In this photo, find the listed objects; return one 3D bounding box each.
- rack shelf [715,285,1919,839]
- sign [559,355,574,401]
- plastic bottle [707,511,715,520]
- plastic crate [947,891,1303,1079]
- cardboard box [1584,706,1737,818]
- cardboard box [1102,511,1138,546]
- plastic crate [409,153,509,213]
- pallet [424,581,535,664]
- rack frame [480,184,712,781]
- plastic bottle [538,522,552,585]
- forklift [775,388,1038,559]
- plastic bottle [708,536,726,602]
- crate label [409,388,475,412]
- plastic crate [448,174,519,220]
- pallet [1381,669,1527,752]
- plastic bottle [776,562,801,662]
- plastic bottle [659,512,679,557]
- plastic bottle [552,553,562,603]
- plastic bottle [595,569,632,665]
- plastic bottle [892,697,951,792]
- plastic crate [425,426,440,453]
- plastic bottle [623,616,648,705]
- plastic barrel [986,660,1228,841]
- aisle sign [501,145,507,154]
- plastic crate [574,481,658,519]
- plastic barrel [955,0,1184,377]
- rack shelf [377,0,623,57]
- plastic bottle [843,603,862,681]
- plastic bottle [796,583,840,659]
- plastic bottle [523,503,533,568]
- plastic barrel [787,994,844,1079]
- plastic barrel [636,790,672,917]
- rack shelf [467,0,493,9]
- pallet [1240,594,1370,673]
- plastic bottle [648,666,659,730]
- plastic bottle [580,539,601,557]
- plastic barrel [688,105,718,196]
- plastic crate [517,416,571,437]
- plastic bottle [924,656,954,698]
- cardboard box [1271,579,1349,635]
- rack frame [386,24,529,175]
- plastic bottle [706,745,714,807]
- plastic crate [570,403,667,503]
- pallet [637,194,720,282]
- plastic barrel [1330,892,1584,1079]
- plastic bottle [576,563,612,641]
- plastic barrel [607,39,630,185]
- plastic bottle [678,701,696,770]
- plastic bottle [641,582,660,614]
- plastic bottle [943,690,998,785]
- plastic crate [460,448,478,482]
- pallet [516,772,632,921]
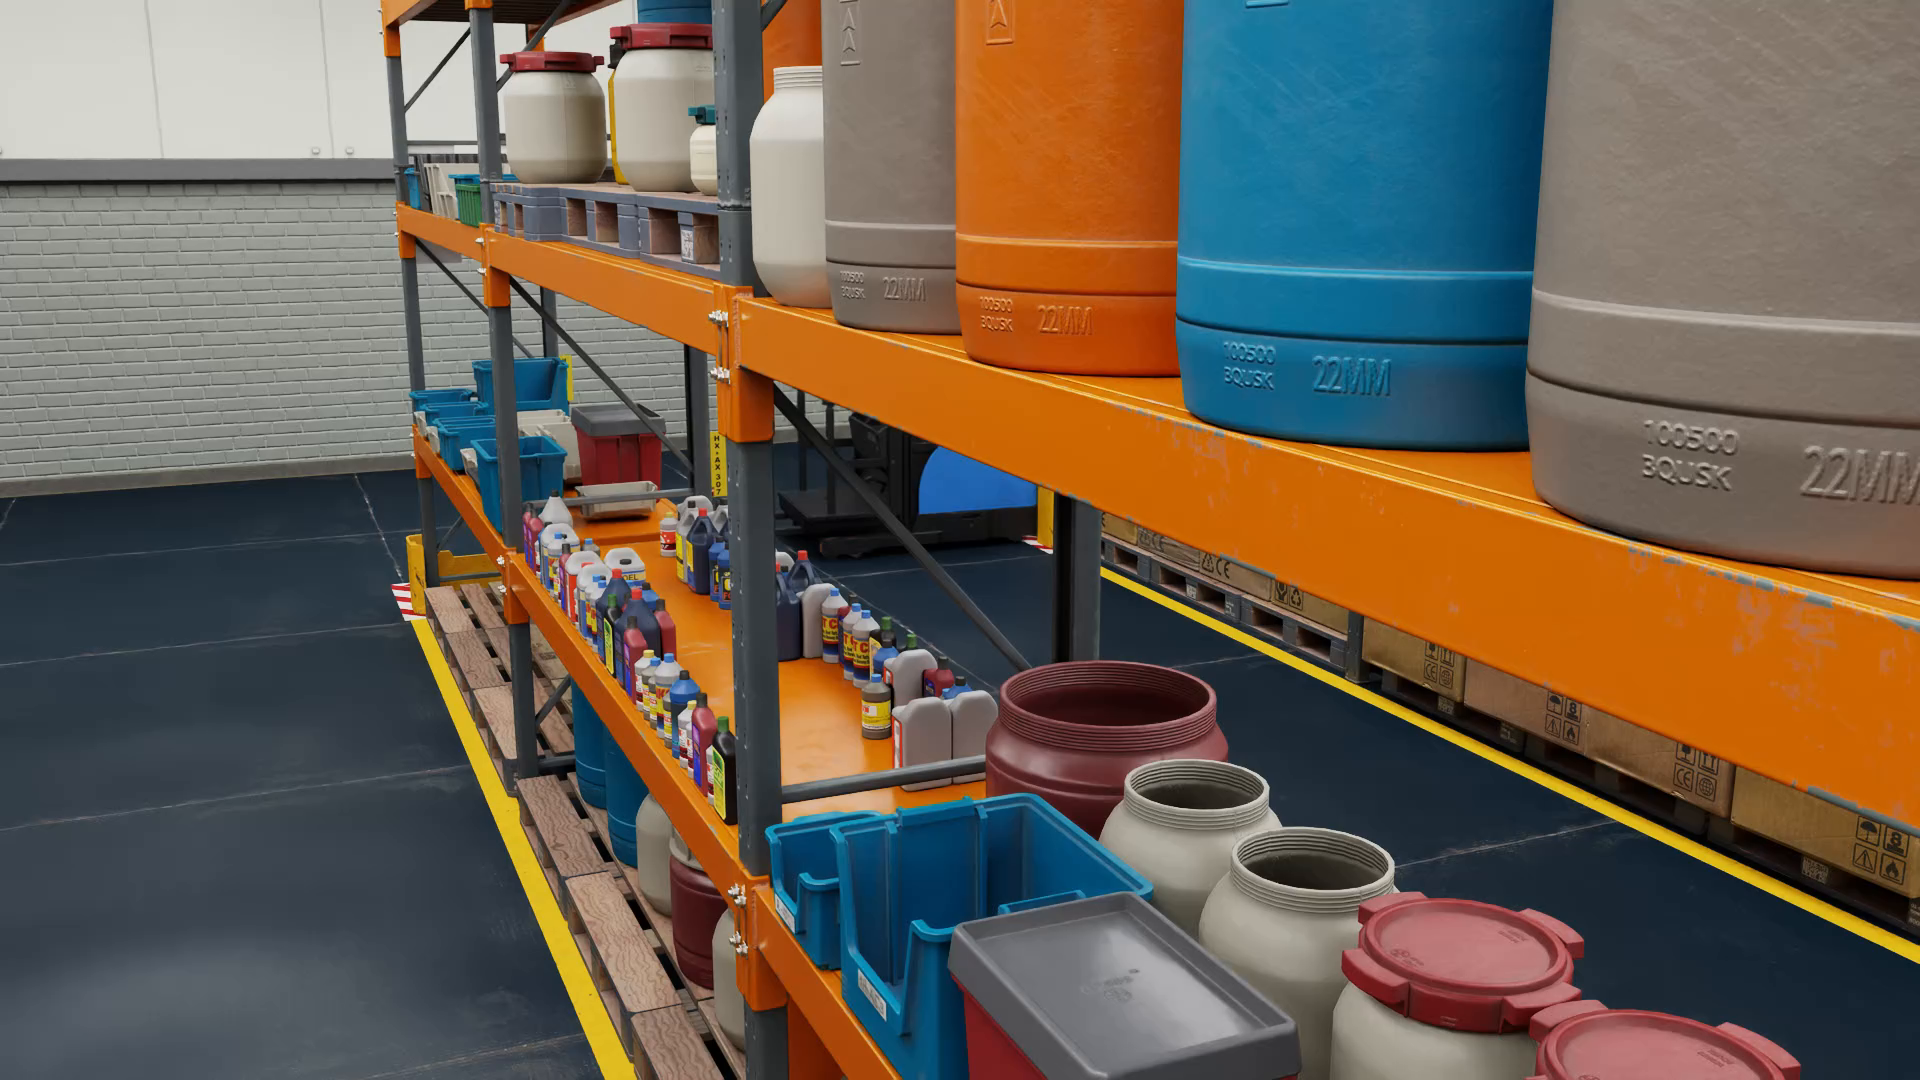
[{"bbox_3d":[0.701,-0.063,2.433,1.077,0.370,4.000,-6,14,-23],"label":"rack shelf"},{"bbox_3d":[-2.807,-1.151,11.827,0.100,0.325,0.005,-6,14,-23],"label":"sign"},{"bbox_3d":[-1.102,-0.004,7.508,0.152,0.276,0.135,-6,14,-23],"label":"plastic bottle"},{"bbox_3d":[0.267,0.965,2.906,0.402,0.464,0.583,-6,14,-23],"label":"plastic crate"},{"bbox_3d":[3.831,0.689,8.023,1.225,0.875,0.875,-6,14,-23],"label":"cardboard box"},{"bbox_3d":[1.563,-0.510,13.202,0.875,0.875,0.875,-6,14,-23],"label":"cardboard box"},{"bbox_3d":[-2.945,-2.109,9.814,0.504,0.338,0.767,-6,14,-23],"label":"plastic crate"},{"bbox_3d":[-3.010,0.514,11.180,1.003,0.211,1.213,-6,14,-23],"label":"pallet"},{"bbox_3d":[-1.702,-0.192,8.046,1.000,3.000,0.127,-6,14,-23],"label":"rack frame"},{"bbox_3d":[-1.791,0.055,7.265,0.097,0.271,0.097,0,13,0],"label":"plastic bottle"},{"bbox_3d":[-0.921,-1.409,13.458,3.031,2.935,1.130,-4,14,-18],"label":"forklift"},{"bbox_3d":[-1.007,0.118,6.993,0.097,0.271,0.097,0,13,0],"label":"plastic bottle"},{"bbox_3d":[-3.507,-0.885,11.280,0.416,0.233,0.303,-6,14,-23],"label":"crate label"},{"bbox_3d":[-2.360,-1.731,8.415,0.416,0.233,0.300,-6,14,-23],"label":"plastic crate"},{"bbox_3d":[3.214,0.872,9.634,1.003,0.211,1.213,-6,14,-23],"label":"pallet"},{"bbox_3d":[-0.679,0.262,6.196,0.144,0.351,0.185,-6,14,-23],"label":"plastic bottle"},{"bbox_3d":[-1.355,-0.028,7.777,0.097,0.201,0.097,0,13,0],"label":"plastic bottle"},{"bbox_3d":[-1.659,0.157,6.979,0.097,0.201,0.097,0,13,0],"label":"plastic bottle"},{"bbox_3d":[-1.264,0.275,6.138,0.144,0.351,0.185,-6,14,-23],"label":"plastic bottle"},{"bbox_3d":[-0.117,0.590,4.942,0.152,0.276,0.135,-6,14,-23],"label":"plastic bottle"},{"bbox_3d":[-3.183,-0.624,10.366,0.250,0.136,0.298,-6,14,-23],"label":"plastic crate"},{"bbox_3d":[-1.111,0.410,5.703,0.061,0.283,0.133,-6,14,-23],"label":"plastic bottle"},{"bbox_3d":[0.363,0.637,4.164,0.600,0.536,0.708,-6,14,-23],"label":"plastic barrel"},{"bbox_3d":[-3.065,-2.326,11.502,0.394,0.787,0.004,-6,14,-23],"label":"aisle sign"},{"bbox_3d":[-1.758,-0.202,8.540,0.396,0.136,0.243,-6,14,-23],"label":"plastic crate"},{"bbox_3d":[0.292,-0.712,2.687,0.600,0.830,0.708,-6,14,-23],"label":"plastic barrel"},{"bbox_3d":[-2.504,-2.982,9.281,1.077,0.370,4.000,-6,14,-23],"label":"rack shelf"},{"bbox_3d":[-0.369,0.361,5.941,0.097,0.271,0.097,0,13,0],"label":"plastic bottle"},{"bbox_3d":[-0.533,0.290,6.240,0.152,0.276,0.135,-6,14,-23],"label":"plastic bottle"},{"bbox_3d":[-1.946,-0.021,7.565,0.061,0.283,0.133,-6,14,-23],"label":"plastic bottle"},{"bbox_3d":[-0.312,1.388,5.103,0.600,0.830,0.708,-6,14,-23],"label":"plastic barrel"},{"bbox_3d":[-1.072,1.201,6.616,0.421,0.512,0.421,0,13,0],"label":"plastic barrel"},{"bbox_3d":[-0.901,-2.156,5.710,1.077,0.370,4.000,-6,14,-23],"label":"rack shelf"},{"bbox_3d":[2.603,0.555,11.003,1.003,0.211,1.213,-6,14,-23],"label":"pallet"},{"bbox_3d":[-0.970,0.513,5.443,0.097,0.201,0.097,0,13,0],"label":"plastic bottle"},{"bbox_3d":[-1.613,0.096,7.245,0.097,0.201,0.097,0,13,0],"label":"plastic bottle"},{"bbox_3d":[-0.664,-1.172,5.005,0.301,0.262,0.301,0,13,0],"label":"plastic barrel"},{"bbox_3d":[-2.709,-0.706,10.718,0.396,0.136,0.243,-6,14,-23],"label":"plastic crate"},{"bbox_3d":[-0.067,0.501,5.312,0.061,0.283,0.133,-6,14,-23],"label":"plastic bottle"},{"bbox_3d":[2.645,0.048,10.791,0.875,0.875,0.875,-6,14,-23],"label":"cardboard box"},{"bbox_3d":[-3.305,-3.941,10.940,1.000,3.000,0.127,-6,14,-23],"label":"rack frame"},{"bbox_3d":[-0.682,0.661,4.802,0.097,0.201,0.097,0,13,0],"label":"plastic bottle"},{"bbox_3d":[-1.830,-0.459,8.927,0.402,0.464,0.583,-6,14,-23],"label":"plastic crate"},{"bbox_3d":[-0.317,-0.902,4.879,1.003,0.211,1.213,-6,14,-23],"label":"pallet"},{"bbox_3d":[0.853,0.936,2.870,0.433,0.535,0.433,0,13,0],"label":"plastic barrel"},{"bbox_3d":[-1.402,0.238,6.464,0.152,0.276,0.135,-6,14,-23],"label":"plastic bottle"},{"bbox_3d":[-1.151,-1.779,6.903,0.600,0.588,0.600,0,13,0],"label":"plastic barrel"},{"bbox_3d":[-0.814,0.593,5.095,0.097,0.201,0.097,0,13,0],"label":"plastic bottle"},{"bbox_3d":[-1.171,0.294,6.233,0.097,0.271,0.097,0,13,0],"label":"plastic bottle"},{"bbox_3d":[0.023,0.577,5.002,0.152,0.276,0.135,-6,14,-23],"label":"plastic bottle"},{"bbox_3d":[-2.675,-0.425,9.506,0.293,0.136,0.466,-6,14,-23],"label":"plastic crate"},{"bbox_3d":[-1.431,1.330,7.655,1.003,0.211,1.213,-6,14,-23],"label":"pallet"}]
